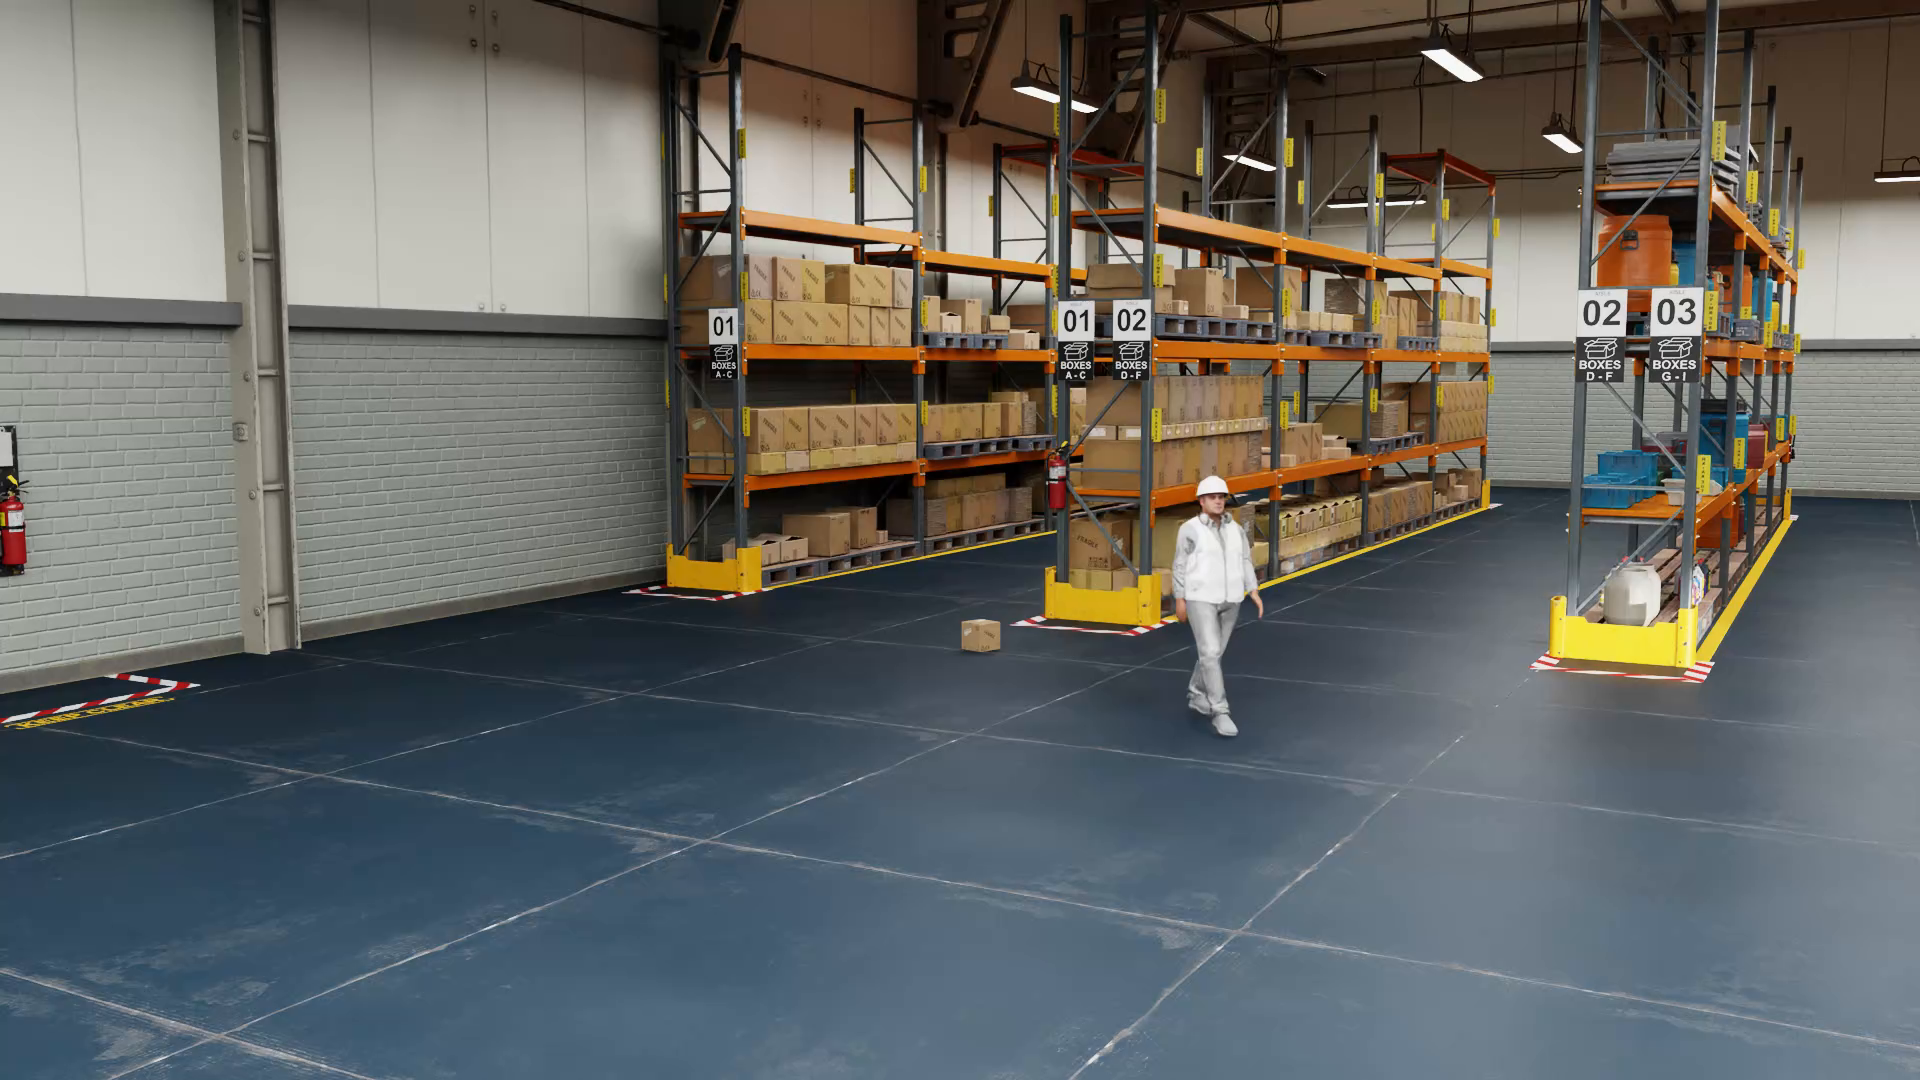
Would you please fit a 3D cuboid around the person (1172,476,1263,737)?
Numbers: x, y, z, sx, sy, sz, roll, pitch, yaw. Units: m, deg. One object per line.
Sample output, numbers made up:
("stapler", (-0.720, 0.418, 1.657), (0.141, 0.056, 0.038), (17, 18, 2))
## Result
("person", (1.842, 0.426, 11.728), (0.559, 1.744, 0.913), (-2, 6, -21))
